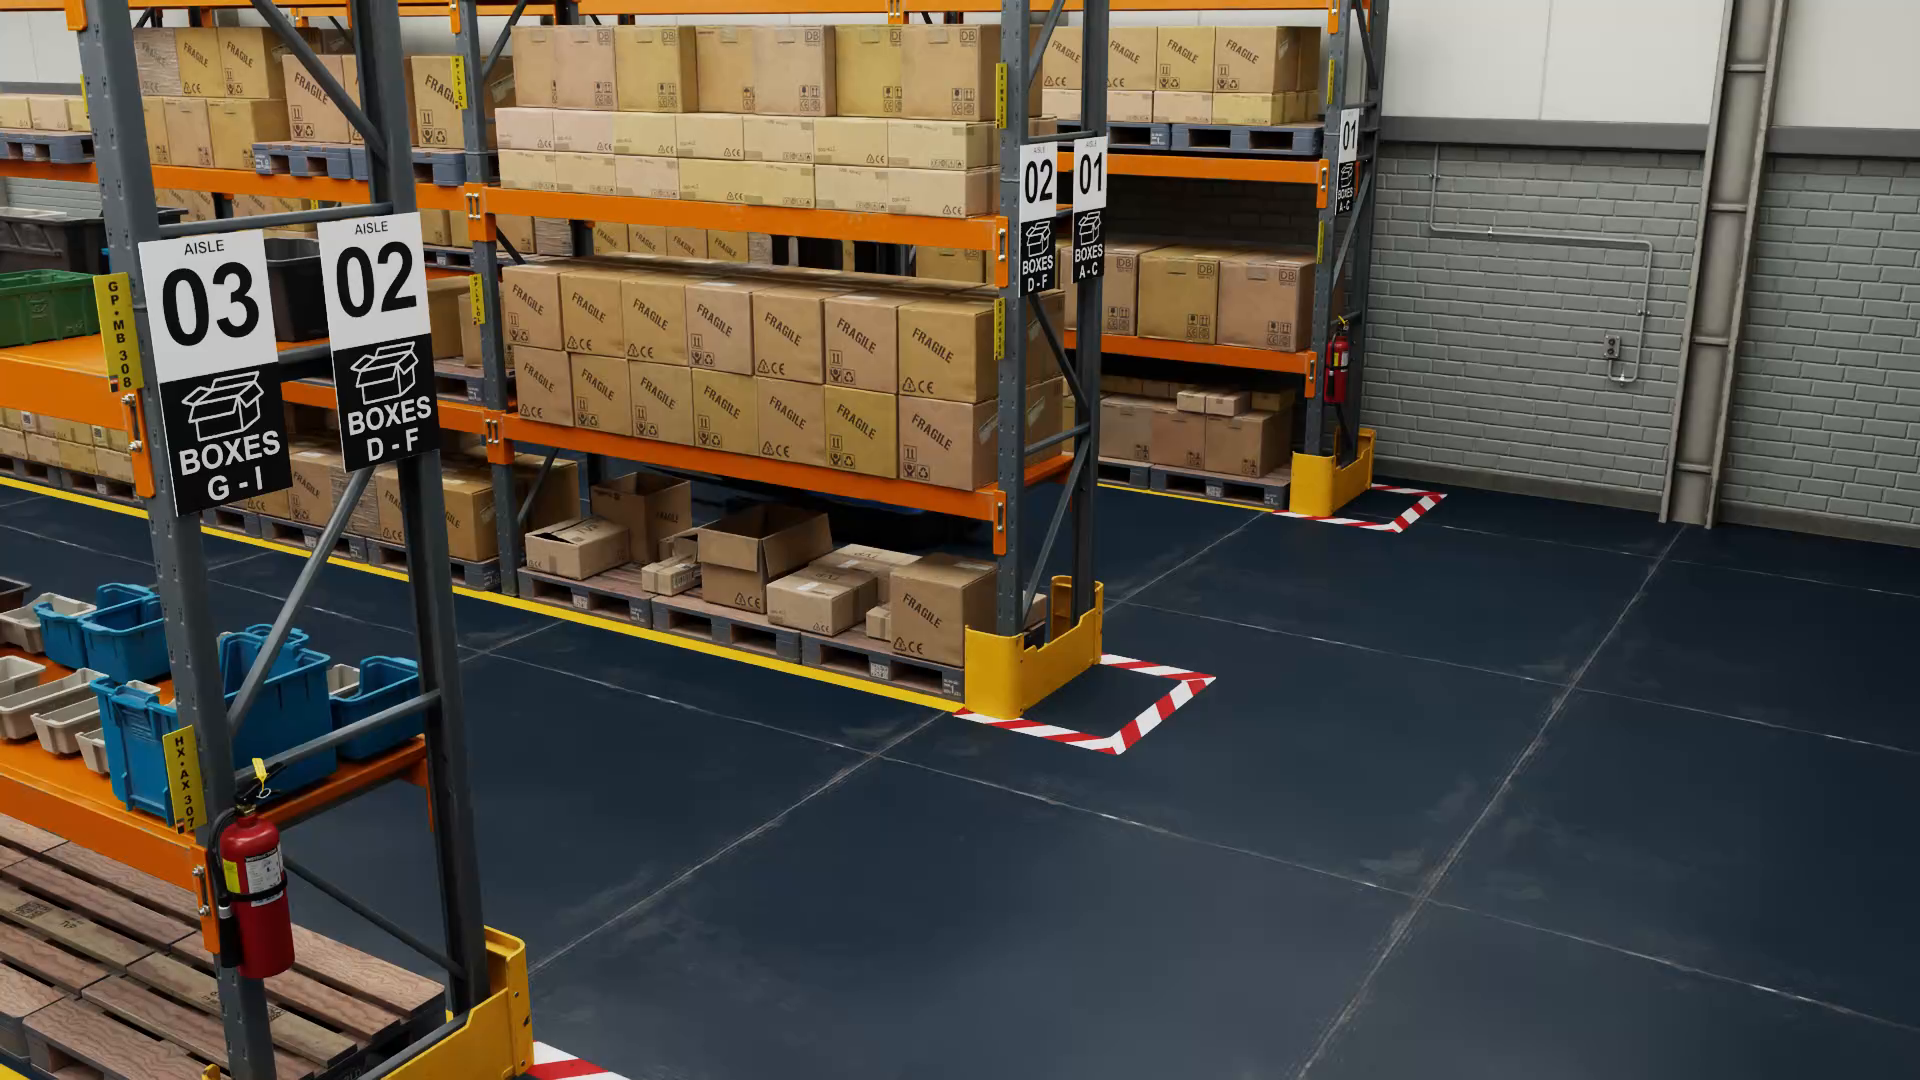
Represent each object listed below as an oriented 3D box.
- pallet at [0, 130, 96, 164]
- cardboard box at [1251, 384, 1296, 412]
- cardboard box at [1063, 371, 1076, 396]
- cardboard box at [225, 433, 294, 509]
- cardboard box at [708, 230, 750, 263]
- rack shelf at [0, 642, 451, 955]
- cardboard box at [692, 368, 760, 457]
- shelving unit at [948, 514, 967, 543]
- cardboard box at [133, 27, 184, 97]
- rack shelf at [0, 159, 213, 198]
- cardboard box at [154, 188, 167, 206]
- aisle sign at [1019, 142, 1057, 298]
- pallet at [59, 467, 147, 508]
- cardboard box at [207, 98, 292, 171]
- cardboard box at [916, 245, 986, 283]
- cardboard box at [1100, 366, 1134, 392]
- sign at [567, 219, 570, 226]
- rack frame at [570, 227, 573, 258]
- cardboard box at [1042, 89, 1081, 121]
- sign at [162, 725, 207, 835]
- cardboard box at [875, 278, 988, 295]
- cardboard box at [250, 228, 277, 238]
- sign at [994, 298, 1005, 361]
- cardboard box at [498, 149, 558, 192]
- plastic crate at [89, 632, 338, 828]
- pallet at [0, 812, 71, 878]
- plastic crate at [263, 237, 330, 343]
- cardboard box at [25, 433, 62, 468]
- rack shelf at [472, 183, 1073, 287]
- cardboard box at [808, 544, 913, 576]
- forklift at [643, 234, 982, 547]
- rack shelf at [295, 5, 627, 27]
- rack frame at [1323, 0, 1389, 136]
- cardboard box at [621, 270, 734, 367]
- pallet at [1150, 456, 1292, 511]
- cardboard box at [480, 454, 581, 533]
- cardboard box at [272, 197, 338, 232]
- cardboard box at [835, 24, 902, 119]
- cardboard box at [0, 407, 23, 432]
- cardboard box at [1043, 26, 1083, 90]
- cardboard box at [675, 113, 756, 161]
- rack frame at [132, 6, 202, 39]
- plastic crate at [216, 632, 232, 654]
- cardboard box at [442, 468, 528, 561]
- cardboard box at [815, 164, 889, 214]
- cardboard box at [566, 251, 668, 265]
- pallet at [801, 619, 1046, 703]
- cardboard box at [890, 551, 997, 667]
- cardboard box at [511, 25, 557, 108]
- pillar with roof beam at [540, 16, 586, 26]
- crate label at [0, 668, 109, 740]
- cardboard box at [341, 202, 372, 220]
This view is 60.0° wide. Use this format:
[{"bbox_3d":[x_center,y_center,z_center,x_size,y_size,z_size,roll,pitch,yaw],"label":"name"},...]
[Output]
[{"bbox_3d":[-6.922,-3.201,13.424,1.003,0.211,1.213,11,20,33],"label":"pallet"},{"bbox_3d":[2.672,-1.213,14.177,0.250,0.149,0.380,10,20,30],"label":"cardboard box"},{"bbox_3d":[0.926,-1.394,14.771,0.250,0.149,0.380,9,19,28],"label":"cardboard box"},{"bbox_3d":[-5.609,-0.572,13.146,0.500,0.500,0.500,9,19,28],"label":"cardboard box"},{"bbox_3d":[-2.116,-2.830,16.320,0.500,0.500,0.500,11,20,32],"label":"cardboard box"},{"bbox_3d":[-3.779,0.708,6.628,4.000,0.370,1.077,10,20,30],"label":"rack shelf"},{"bbox_3d":[-1.299,-0.839,10.311,0.500,0.500,0.500,10,19,29],"label":"cardboard box"},{"bbox_3d":[0.180,-0.538,12.587,0.503,1.200,0.258,11,20,33],"label":"shelving unit"},{"bbox_3d":[-5.928,-3.669,12.746,0.500,0.500,0.500,10,20,30],"label":"cardboard box"},{"bbox_3d":[-8.001,-3.171,14.235,4.000,0.370,1.077,10,20,30],"label":"rack shelf"},{"bbox_3d":[-9.859,-4.292,20.782,0.500,0.500,0.500,10,20,30],"label":"cardboard box"},{"bbox_3d":[0.418,-1.716,8.897,0.004,0.787,0.394,10,20,30],"label":"aisle sign"},{"bbox_3d":[-6.978,-0.576,14.414,1.213,0.211,1.003,10,20,30],"label":"pallet"},{"bbox_3d":[-5.030,-3.044,12.408,0.500,0.500,0.910,10,20,30],"label":"cardboard box"},{"bbox_3d":[0.155,-2.451,15.274,0.700,0.700,0.980,10,20,31],"label":"cardboard box"},{"bbox_3d":[1.375,-1.445,14.938,0.250,0.149,0.380,10,19,29],"label":"cardboard box"},{"bbox_3d":[-3.983,-3.383,17.002,0.005,0.325,0.100,10,20,30],"label":"sign"},{"bbox_3d":[-3.707,-3.003,17.606,0.127,3.000,1.000,10,20,30],"label":"rack frame"},{"bbox_3d":[1.020,-3.679,14.035,0.500,0.250,0.500,10,19,29],"label":"cardboard box"},{"bbox_3d":[-2.349,0.728,5.042,0.005,0.325,0.100,10,20,30],"label":"sign"},{"bbox_3d":[-0.169,-1.295,10.092,0.500,0.500,0.500,10,20,31],"label":"cardboard box"},{"bbox_3d":[-8.098,-3.624,19.874,0.500,0.250,0.500,10,20,30],"label":"cardboard box"},{"bbox_3d":[0.213,-1.129,8.902,0.005,0.325,0.100,10,20,30],"label":"sign"},{"bbox_3d":[-2.603,-2.395,10.703,0.500,0.250,0.500,10,20,30],"label":"cardboard box"},{"bbox_3d":[-2.458,0.617,5.524,0.499,0.435,0.616,10,20,30],"label":"plastic crate"},{"bbox_3d":[-4.837,1.496,7.594,1.213,0.211,1.003,10,20,30],"label":"pallet"},{"bbox_3d":[-2.257,-0.833,5.525,0.590,0.269,0.497,10,20,30],"label":"plastic crate"},{"bbox_3d":[-7.741,-0.835,14.478,0.500,0.250,0.500,11,20,31],"label":"cardboard box"},{"bbox_3d":[-1.184,-1.954,10.229,4.000,0.370,1.077,10,20,30],"label":"rack shelf"},{"bbox_3d":[-0.647,0.242,10.899,0.500,0.250,0.500,10,20,30],"label":"cardboard box"},{"bbox_3d":[-1.279,-1.660,13.302,3.031,2.935,1.130,11,20,33],"label":"forklift"},{"bbox_3d":[-5.412,-5.642,17.898,4.000,0.370,1.077,10,20,30],"label":"rack shelf"},{"bbox_3d":[3.110,-4.656,12.728,0.127,3.000,1.000,10,20,30],"label":"rack frame"},{"bbox_3d":[-1.756,-1.395,10.421,0.500,0.500,0.500,9,19,28],"label":"cardboard box"},{"bbox_3d":[2.387,-0.554,14.342,1.213,0.211,1.003,10,20,30],"label":"pallet"},{"bbox_3d":[-3.173,-0.315,12.302,0.500,0.500,0.500,9,19,28],"label":"cardboard box"},{"bbox_3d":[-7.680,-3.903,19.503,0.500,0.500,0.500,10,20,30],"label":"cardboard box"},{"bbox_3d":[-0.308,-2.691,9.527,0.500,0.500,0.700,10,20,30],"label":"cardboard box"},{"bbox_3d":[-8.173,-1.179,14.646,0.500,0.311,0.500,11,20,32],"label":"cardboard box"},{"bbox_3d":[1.027,-4.037,13.923,0.500,0.500,0.500,10,20,30],"label":"cardboard box"},{"bbox_3d":[-1.331,-2.404,9.870,0.500,0.250,0.500,10,20,30],"label":"cardboard box"},{"bbox_3d":[-6.297,-4.646,12.693,0.127,3.000,1.000,10,20,30],"label":"rack frame"},{"bbox_3d":[-2.921,0.474,6.512,0.298,0.136,0.250,10,20,30],"label":"plastic crate"},{"bbox_3d":[-3.459,-0.186,11.875,0.500,0.500,0.500,10,20,30],"label":"cardboard box"},{"bbox_3d":[-0.476,-2.014,9.447,0.500,0.250,0.500,10,20,30],"label":"cardboard box"},{"bbox_3d":[-2.322,-1.680,11.360,0.500,0.500,0.500,10,20,30],"label":"cardboard box"},{"bbox_3d":[-0.224,0.643,10.401,1.213,0.211,1.003,10,20,30],"label":"pallet"},{"bbox_3d":[-0.072,0.405,9.930,0.500,0.500,0.500,10,20,30],"label":"cardboard box"},{"bbox_3d":[-2.454,-3.064,10.754,0.500,0.500,0.700,10,20,30],"label":"cardboard box"},{"bbox_3d":[-6.615,-5.219,14.580,0.400,9.000,9.100,10,20,30],"label":"pillar with roof beam"},{"bbox_3d":[-3.354,0.602,6.089,0.243,0.136,0.396,10,20,30],"label":"crate label"},{"bbox_3d":[-6.700,-3.784,19.248,0.500,0.500,0.700,10,20,30],"label":"cardboard box"}]
